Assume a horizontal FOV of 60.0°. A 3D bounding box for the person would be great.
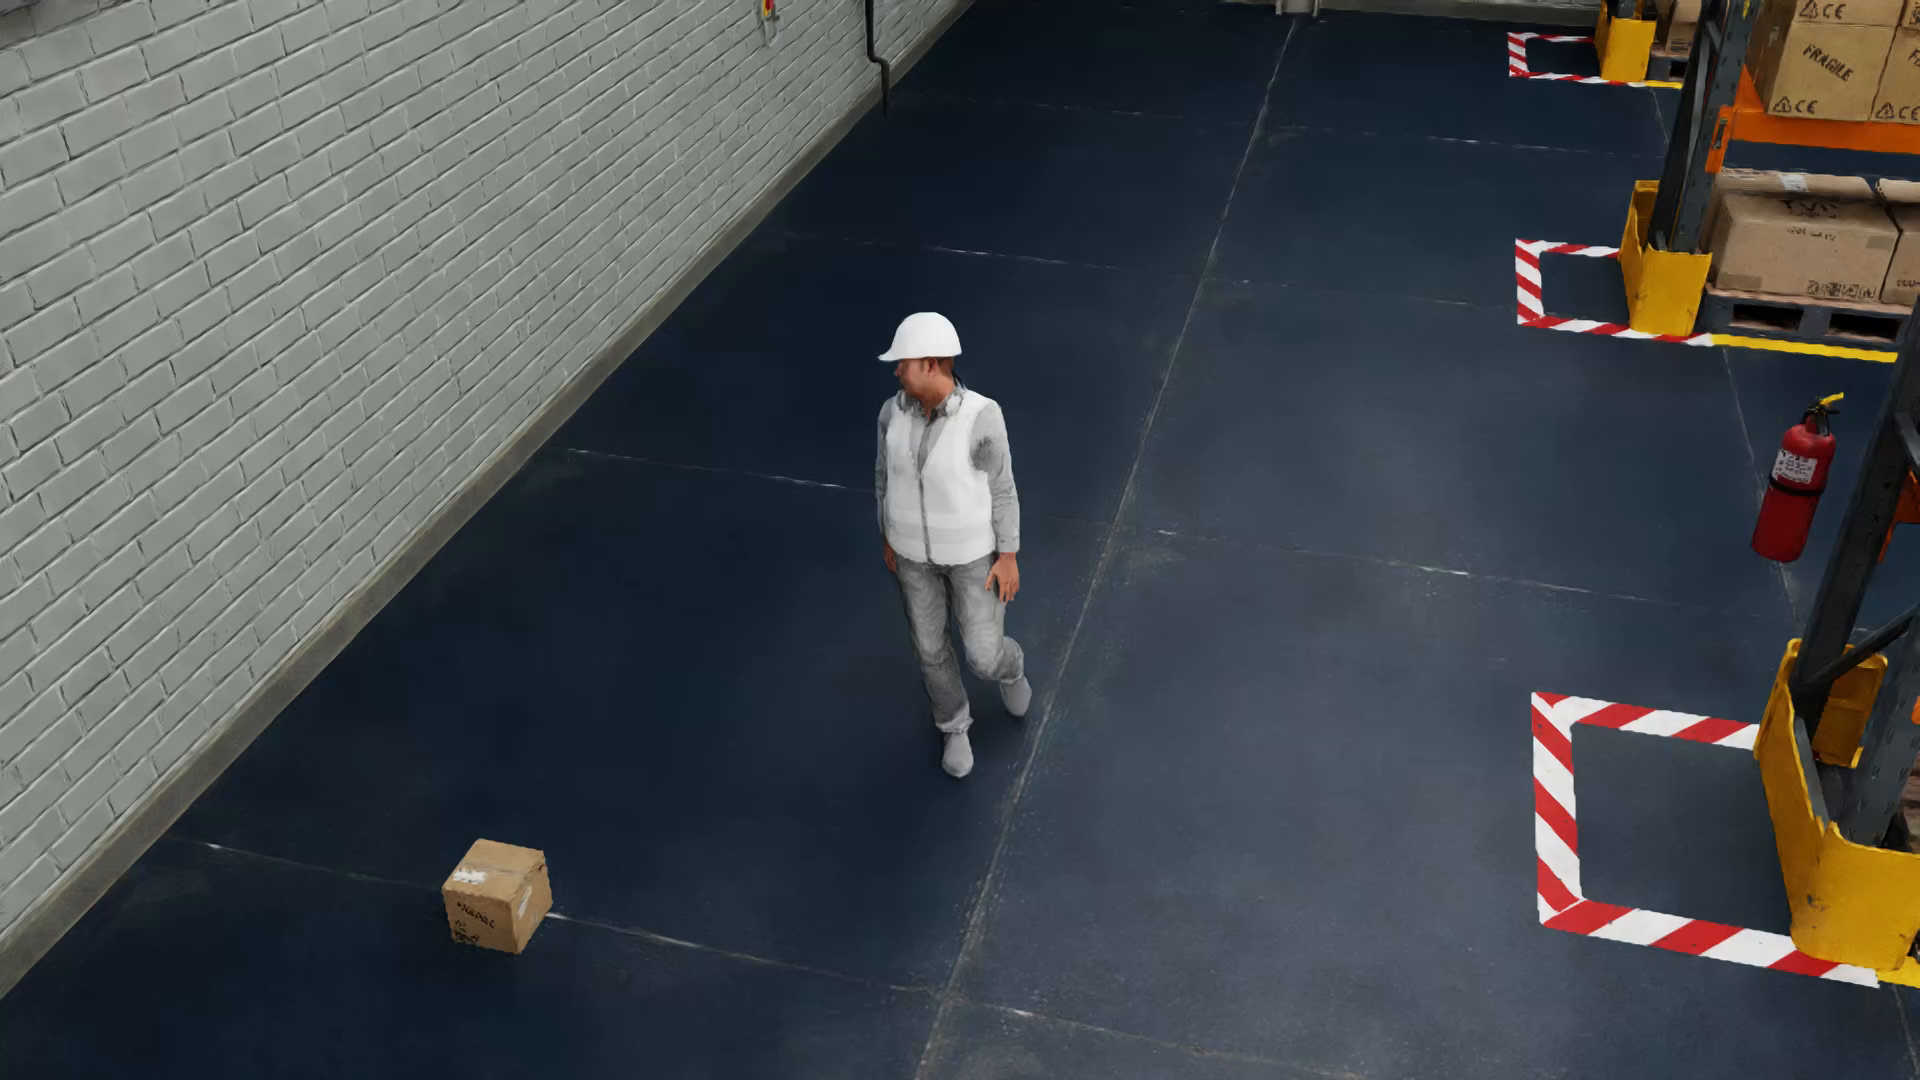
[{"bbox_3d":[-0.051,0.024,6.110,0.593,1.743,0.536,10,34,15],"label":"person"}]
